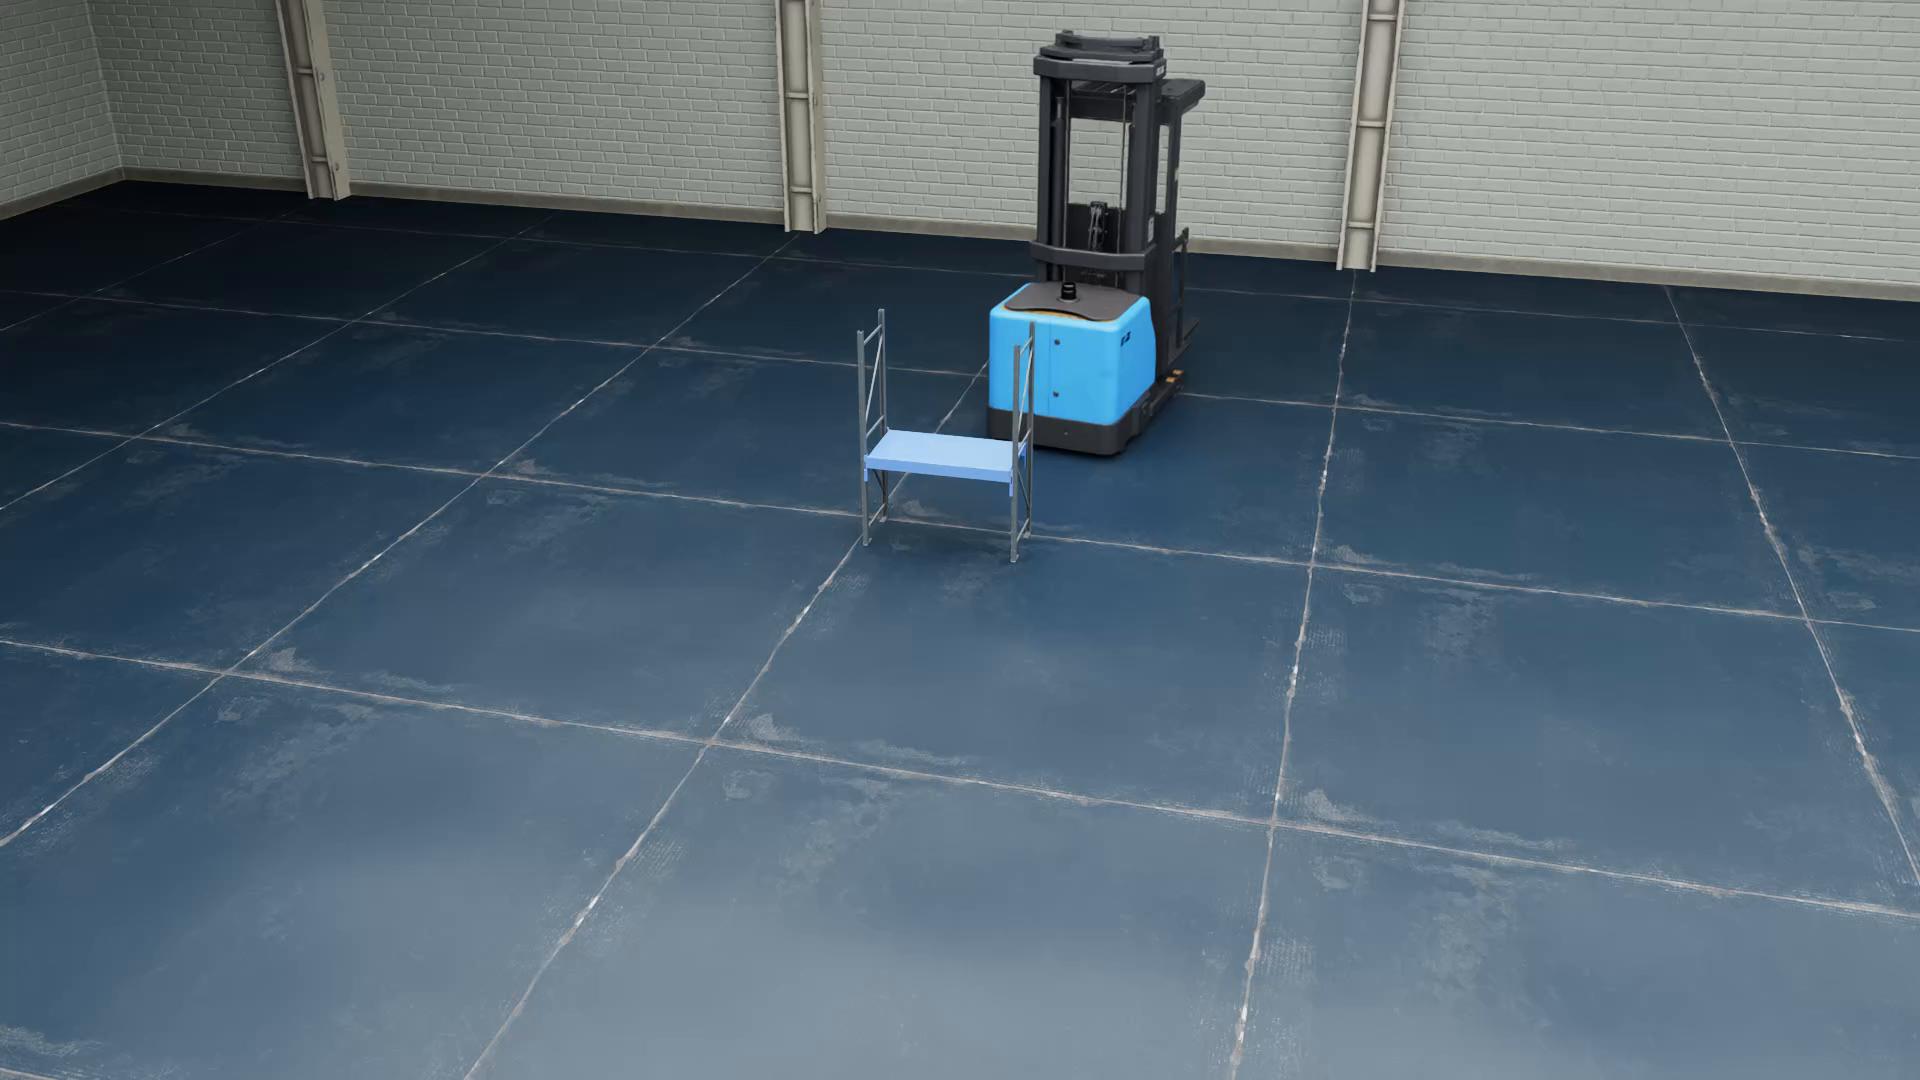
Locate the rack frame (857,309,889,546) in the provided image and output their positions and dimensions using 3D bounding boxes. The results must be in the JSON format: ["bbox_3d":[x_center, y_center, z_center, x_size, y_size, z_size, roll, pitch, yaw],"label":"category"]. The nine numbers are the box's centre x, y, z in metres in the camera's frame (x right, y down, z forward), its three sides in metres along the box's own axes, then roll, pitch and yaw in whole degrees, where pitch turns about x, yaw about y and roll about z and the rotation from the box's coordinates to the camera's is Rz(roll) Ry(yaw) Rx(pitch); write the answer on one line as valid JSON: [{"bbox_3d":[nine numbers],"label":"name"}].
[{"bbox_3d":[-0.575,-0.741,11.061,0.032,1.500,0.500,6,26,13],"label":"rack frame"}]

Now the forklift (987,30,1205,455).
[{"bbox_3d":[1.248,-2.565,13.229,1.130,2.935,3.031,10,27,21],"label":"forklift"}]

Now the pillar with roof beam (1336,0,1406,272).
[{"bbox_3d":[3.022,-5.095,11.483,0.400,9.000,9.100,6,26,13],"label":"pillar with roof beam"}]

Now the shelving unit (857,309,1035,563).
[{"bbox_3d":[-0.083,-0.686,10.947,1.048,1.500,0.538,6,26,13],"label":"shelving unit"}]

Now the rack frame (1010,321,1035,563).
[{"bbox_3d":[0.410,-0.632,10.832,0.032,1.500,0.500,6,26,13],"label":"rack frame"}]

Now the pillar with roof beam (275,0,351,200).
[{"bbox_3d":[-8.599,-6.379,14.181,0.400,9.000,9.100,6,26,13],"label":"pillar with roof beam"}]

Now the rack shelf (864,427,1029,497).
[{"bbox_3d":[-0.083,-0.524,11.024,1.000,0.185,0.538,6,26,13],"label":"rack shelf"}]

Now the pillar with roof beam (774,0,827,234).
[{"bbox_3d":[-2.788,-5.737,12.832,0.400,9.000,9.100,6,26,13],"label":"pillar with roof beam"}]
